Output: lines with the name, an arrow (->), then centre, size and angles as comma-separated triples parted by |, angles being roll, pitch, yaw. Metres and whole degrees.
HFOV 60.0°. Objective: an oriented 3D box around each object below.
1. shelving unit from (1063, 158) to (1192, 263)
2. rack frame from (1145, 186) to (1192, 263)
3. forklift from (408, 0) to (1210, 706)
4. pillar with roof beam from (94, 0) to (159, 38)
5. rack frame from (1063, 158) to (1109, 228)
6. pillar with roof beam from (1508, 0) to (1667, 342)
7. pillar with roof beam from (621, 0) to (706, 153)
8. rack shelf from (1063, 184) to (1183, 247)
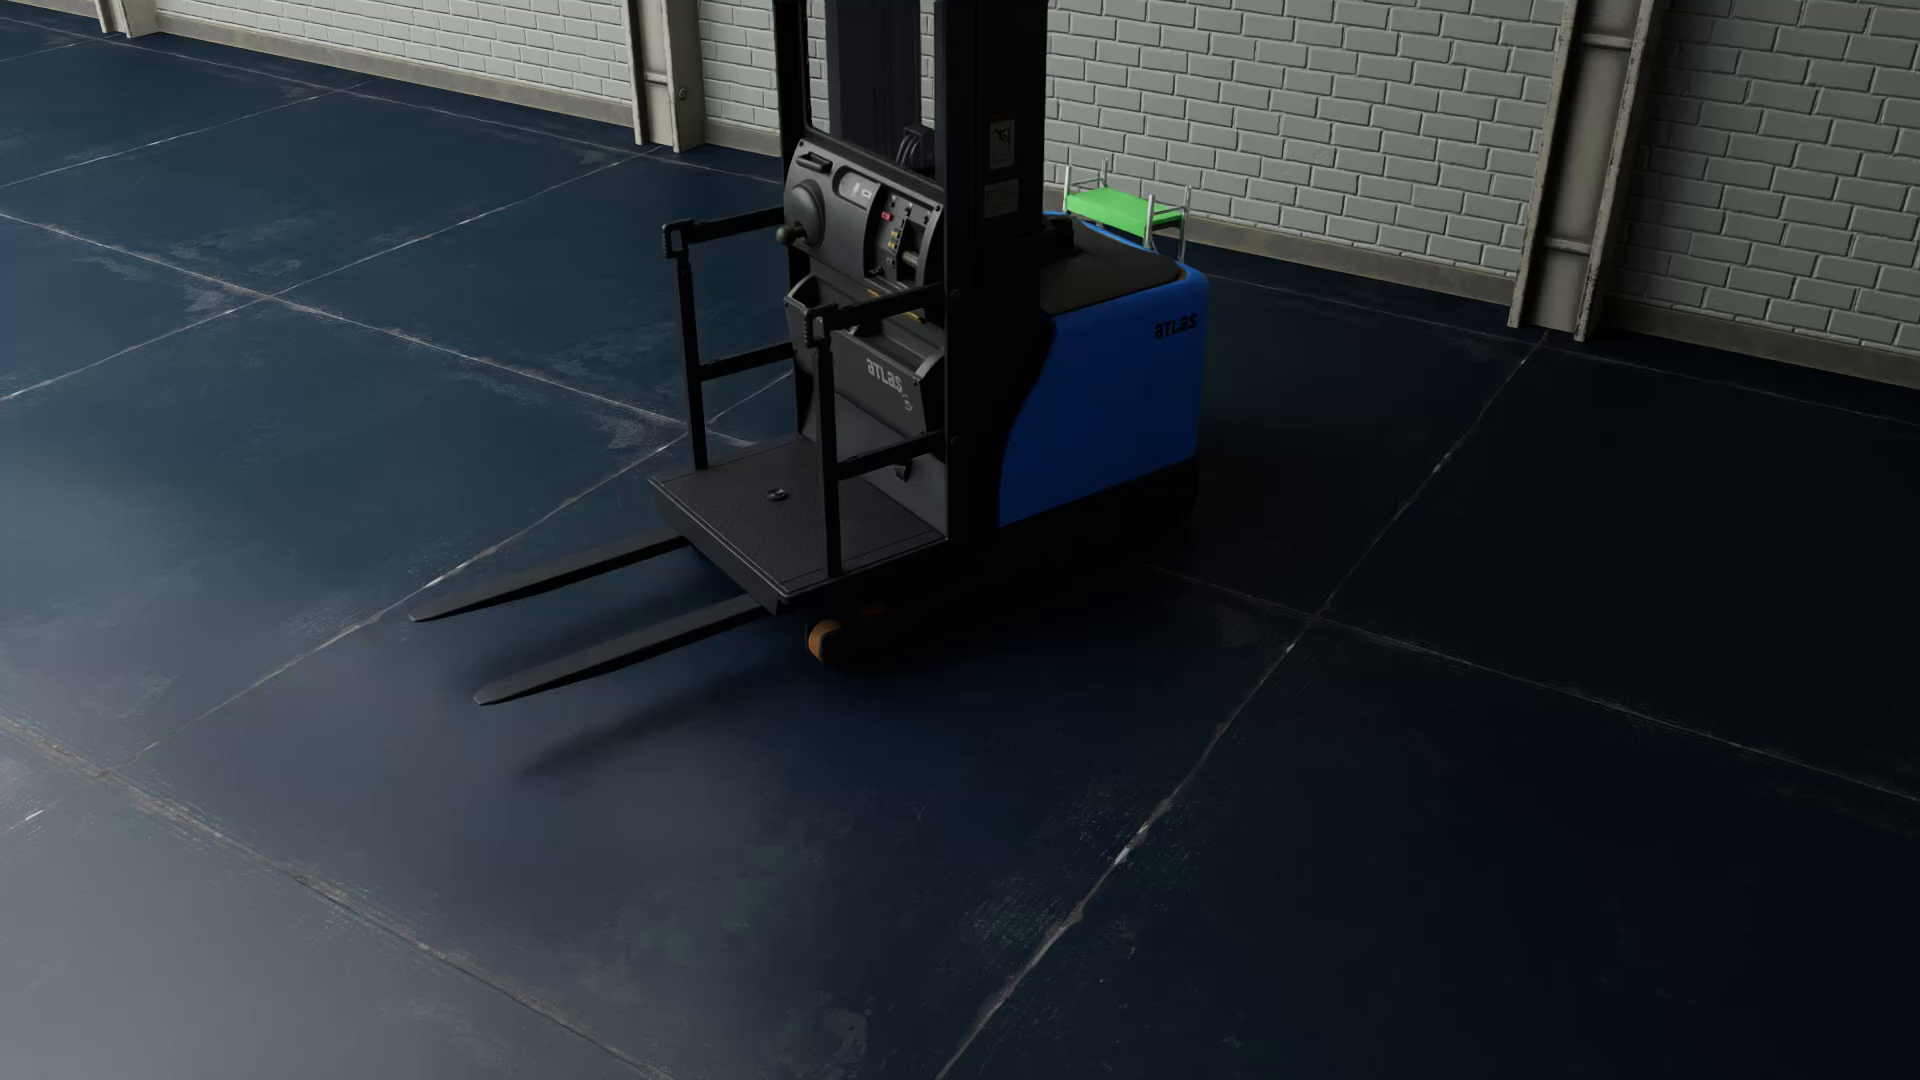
shelving unit -> 0.676, -0.995, 7.249 | 0.258, 1.200, 0.503 | -20, 35, -36
rack frame -> 0.835, -0.901, 7.089 | 0.240, 1.200, 0.015 | -20, 35, -36
forklift -> -0.520, -1.119, 5.760 | 3.031, 2.935, 1.130 | -20, 36, -30
pillar with roof beam -> -9.352, -6.392, 8.777 | 0.400, 9.000, 9.100 | 18, 35, 27
rack frame -> 0.518, -1.089, 7.409 | 0.240, 1.200, 0.015 | -20, 35, -36
pillar with roof beam -> 0.812, -3.178, 3.266 | 0.400, 9.000, 9.100 | 18, 35, 27
pillar with roof beam -> -4.270, -4.785, 6.022 | 0.400, 9.000, 9.100 | 18, 35, 27
rack shelf -> 0.697, -1.362, 7.055 | 0.258, 0.148, 0.480 | -20, 35, -36
